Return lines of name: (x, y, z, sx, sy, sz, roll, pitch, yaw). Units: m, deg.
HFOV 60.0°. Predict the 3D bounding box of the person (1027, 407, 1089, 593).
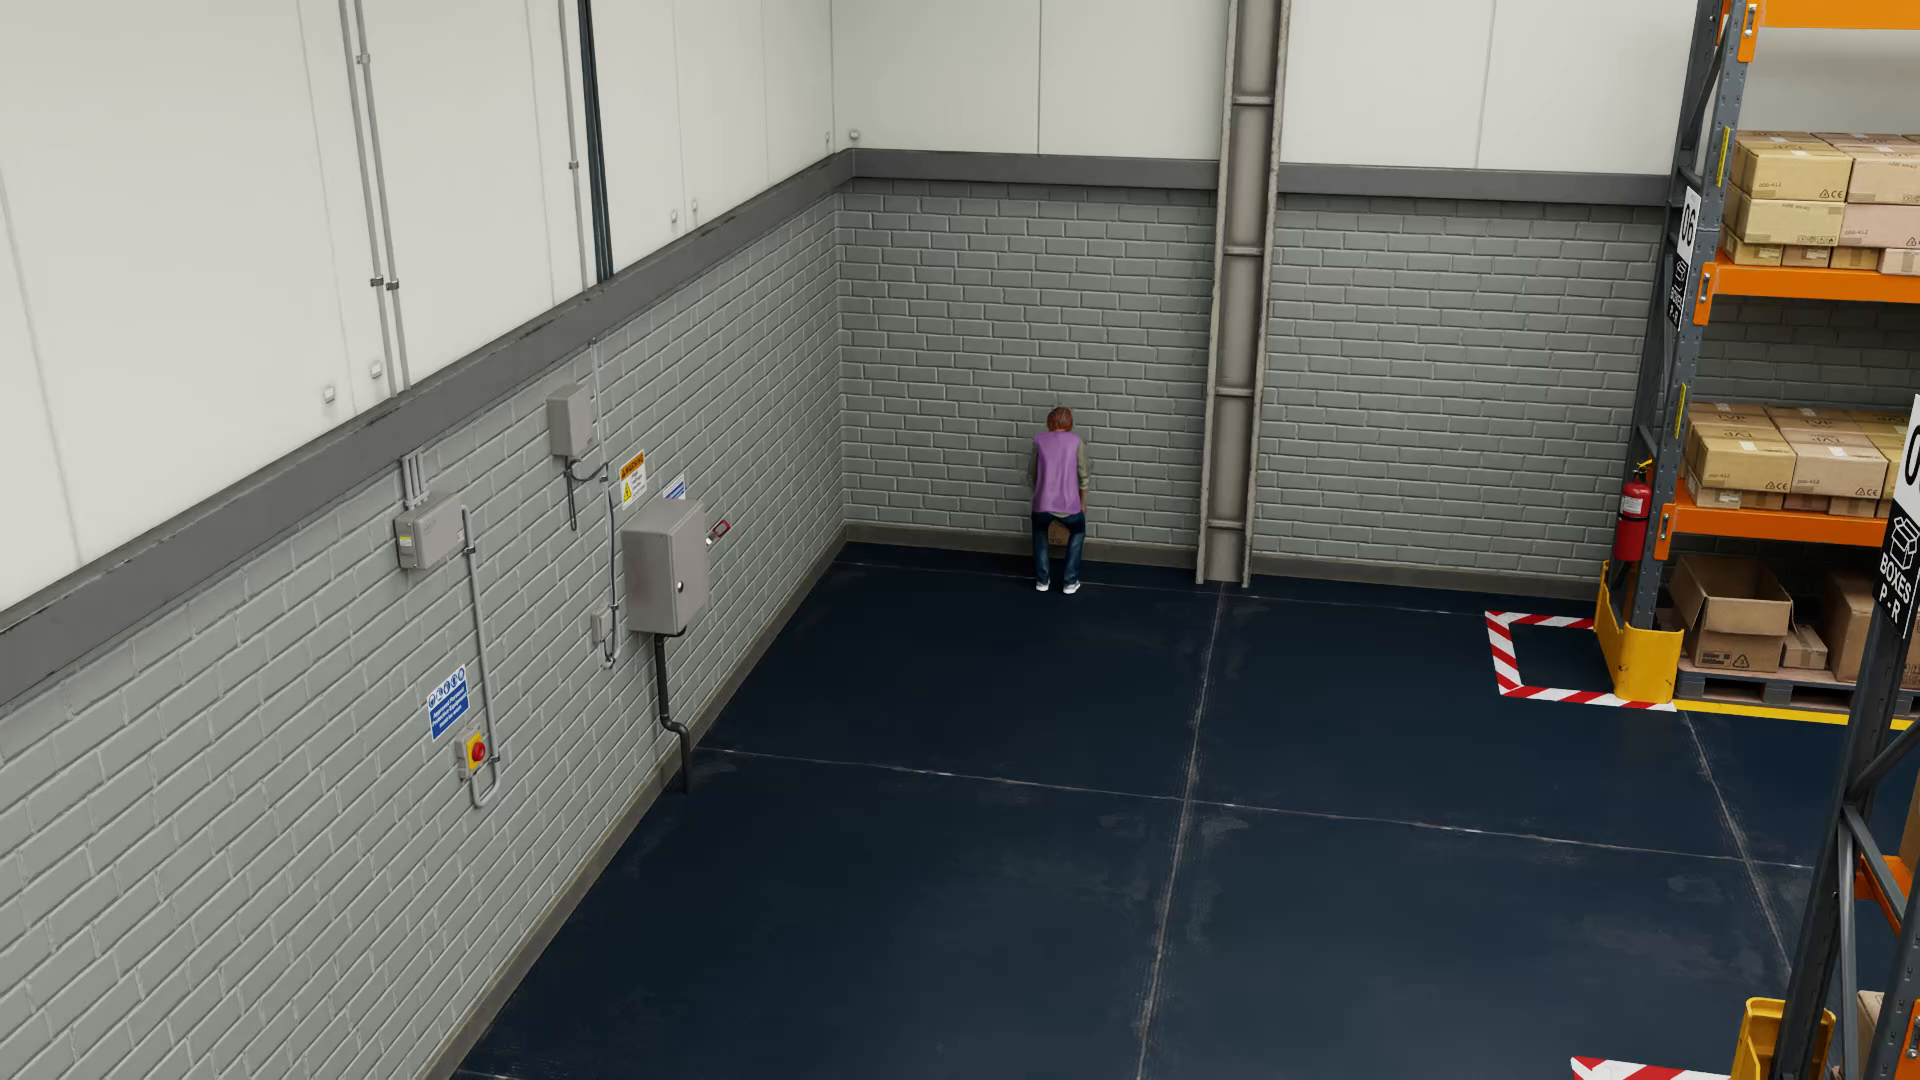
person: (0.696, -0.267, 12.162, 0.462, 1.311, 0.639, 5, 22, 11)
